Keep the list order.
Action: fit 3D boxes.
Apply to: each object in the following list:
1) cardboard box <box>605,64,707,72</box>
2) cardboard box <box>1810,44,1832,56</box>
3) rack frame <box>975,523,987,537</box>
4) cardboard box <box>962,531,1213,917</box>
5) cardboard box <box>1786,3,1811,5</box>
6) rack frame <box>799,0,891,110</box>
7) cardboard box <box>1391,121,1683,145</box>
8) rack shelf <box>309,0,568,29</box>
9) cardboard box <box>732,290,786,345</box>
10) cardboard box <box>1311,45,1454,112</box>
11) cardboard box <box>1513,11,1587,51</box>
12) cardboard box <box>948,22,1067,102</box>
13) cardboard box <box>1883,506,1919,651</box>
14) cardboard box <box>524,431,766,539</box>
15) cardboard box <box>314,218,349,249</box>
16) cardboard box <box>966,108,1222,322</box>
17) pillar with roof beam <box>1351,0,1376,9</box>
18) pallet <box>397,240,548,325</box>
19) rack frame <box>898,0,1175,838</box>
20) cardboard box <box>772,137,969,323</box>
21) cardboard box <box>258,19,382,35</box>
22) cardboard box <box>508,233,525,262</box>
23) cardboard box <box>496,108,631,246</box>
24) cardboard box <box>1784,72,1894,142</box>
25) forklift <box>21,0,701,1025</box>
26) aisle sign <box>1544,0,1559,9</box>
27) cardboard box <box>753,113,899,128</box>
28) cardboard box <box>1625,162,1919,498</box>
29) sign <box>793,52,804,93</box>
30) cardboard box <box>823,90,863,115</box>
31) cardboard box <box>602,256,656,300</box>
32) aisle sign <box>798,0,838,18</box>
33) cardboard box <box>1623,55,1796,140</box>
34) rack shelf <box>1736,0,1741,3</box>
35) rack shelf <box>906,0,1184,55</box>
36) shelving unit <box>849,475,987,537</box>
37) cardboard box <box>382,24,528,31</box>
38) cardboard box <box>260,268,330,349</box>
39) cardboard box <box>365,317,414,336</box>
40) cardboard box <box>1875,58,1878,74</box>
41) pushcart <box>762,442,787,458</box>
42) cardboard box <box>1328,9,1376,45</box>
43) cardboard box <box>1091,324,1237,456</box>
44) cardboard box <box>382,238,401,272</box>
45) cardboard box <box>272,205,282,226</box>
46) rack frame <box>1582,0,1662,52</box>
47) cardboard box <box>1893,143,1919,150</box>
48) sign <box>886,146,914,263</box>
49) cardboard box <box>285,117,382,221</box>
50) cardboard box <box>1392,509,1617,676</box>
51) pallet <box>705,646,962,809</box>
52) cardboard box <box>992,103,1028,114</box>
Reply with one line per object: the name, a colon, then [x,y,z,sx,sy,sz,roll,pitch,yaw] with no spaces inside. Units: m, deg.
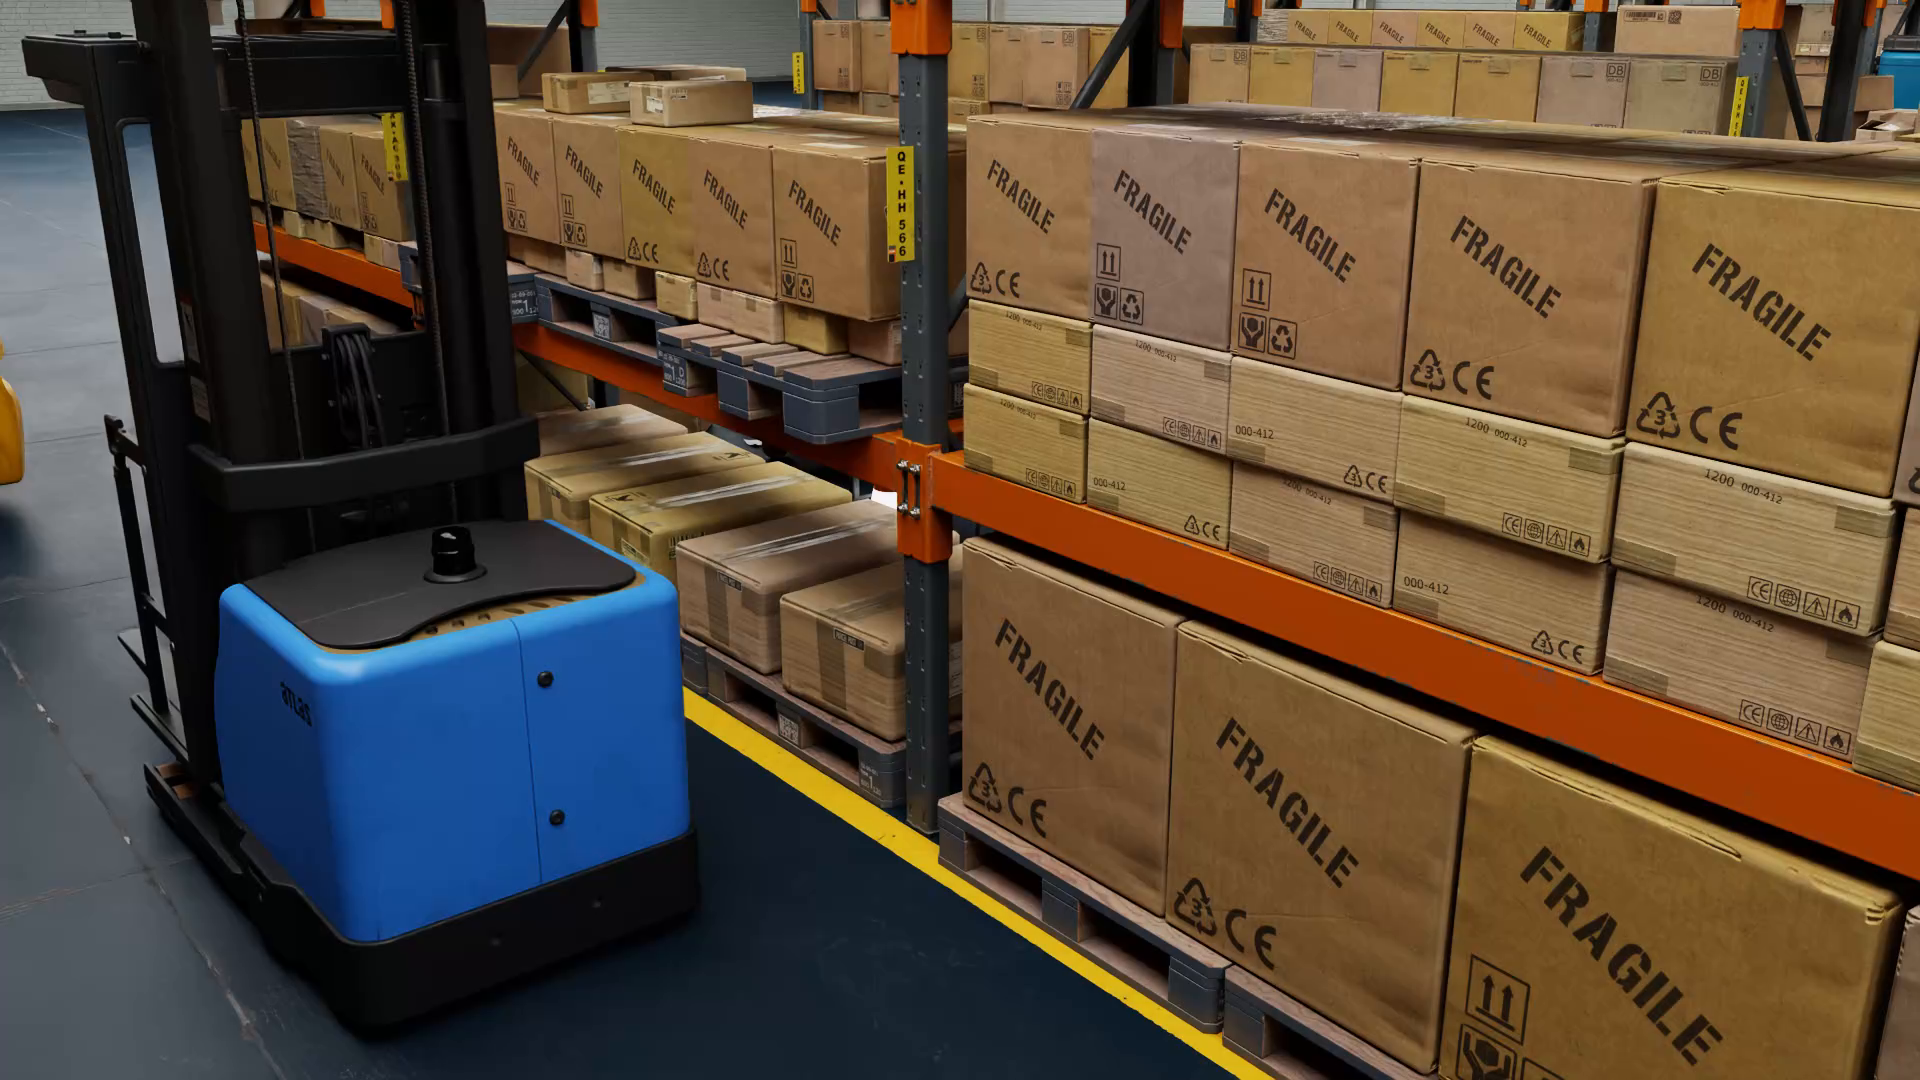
cardboard box: [-1.330,-2.008,7.322,0.380,0.149,0.250,-15,23,-38]
cardboard box: [11.370,-6.429,21.815,0.380,0.149,0.250,-14,23,-37]
rack frame: [0.280,-0.610,7.818,0.500,1.500,0.032,-14,24,-37]
cardboard box: [0.615,0.432,4.997,0.875,0.875,0.875,-14,23,-37]
cardboard box: [11.133,-6.934,22.308,0.700,0.500,0.500,-14,23,-36]
rack frame: [-0.898,-3.526,14.238,1.000,3.000,0.127,-14,23,-36]
cardboard box: [1.406,-0.761,4.138,0.500,0.500,0.500,-14,23,-36]
rack shelf: [-3.474,-3.124,9.398,1.077,0.370,4.000,-14,23,-36]
cardboard box: [-0.551,-0.784,5.688,0.380,0.149,0.250,-14,23,-37]
cardboard box: [2.533,-2.690,9.965,0.700,0.500,0.500,-14,23,-36]
cardboard box: [5.041,-4.204,14.063,0.500,0.500,0.500,-14,23,-36]
cardboard box: [0.388,-3.623,12.576,0.875,0.550,0.500,-14,23,-36]
cardboard box: [1.954,0.073,2.813,0.500,0.250,0.500,-13,23,-35]
cardboard box: [-1.456,-0.196,7.694,0.950,0.372,0.625,-12,22,-33]
cardboard box: [-3.304,-1.699,9.122,0.380,0.149,0.250,-14,23,-37]
cardboard box: [0.366,-0.916,4.608,0.500,0.500,0.500,-15,23,-38]
pillar with roof beam: [4.989,-12.330,31.283,9.100,9.000,0.400,-14,23,-36]
pallet: [-1.872,-1.241,7.644,1.003,0.211,1.213,-14,23,-36]
rack frame: [0.251,-0.563,5.292,1.000,3.000,0.127,-14,23,-36]
cardboard box: [-0.249,-1.009,5.338,0.500,0.500,0.500,-15,23,-38]
cardboard box: [-3.919,-2.988,10.393,0.700,0.500,0.500,-14,23,-36]
cardboard box: [-1.753,-1.313,7.288,0.380,0.149,0.250,-12,22,-33]
cardboard box: [-1.558,-1.518,6.874,0.500,0.500,0.500,-14,23,-36]
cardboard box: [6.685,-3.322,12.792,0.797,0.503,0.637,-11,21,-31]
forklift: [-2.096,-0.519,5.267,1.130,2.935,3.031,-15,23,-37]
aisle sign: [7.123,-6.745,19.826,0.394,0.787,0.004,-14,23,-36]
cardboard box: [-0.511,-1.364,6.410,0.500,0.500,0.500,-14,23,-35]
cardboard box: [1.634,-0.416,3.096,0.500,0.500,0.500,-13,22,-34]
sign: [-1.337,-3.867,13.767,0.100,0.325,0.005,-14,23,-36]
cardboard box: [-0.632,-3.514,13.965,0.875,0.550,0.550,-14,23,-36]
cardboard box: [-1.161,-1.045,6.477,0.380,0.149,0.250,-15,23,-38]
aisle sign: [-1.177,-4.719,13.705,0.394,0.787,0.004,-14,23,-36]
cardboard box: [3.798,-2.189,8.452,0.700,0.500,0.500,-14,23,-36]
rack shelf: [12.062,-6.991,21.076,1.077,0.370,4.000,-14,23,-36]
rack shelf: [1.493,-1.153,3.445,1.077,0.370,4.000,-14,23,-36]
shelving unit: [-0.042,-0.740,8.188,0.538,1.500,1.048,-14,24,-37]
cardboard box: [-2.635,-2.493,8.897,0.700,0.500,0.500,-14,23,-36]
cardboard box: [-4.088,-1.398,10.326,0.500,0.500,0.500,-15,24,-38]
cardboard box: [-2.810,-0.892,8.799,0.500,0.500,0.500,-14,23,-37]
cardboard box: [12.064,-5.950,21.401,0.700,0.500,0.500,-13,22,-35]
pushcart: [-0.476,-0.761,10.062,0.936,0.377,1.648,11,21,30]
cardboard box: [3.797,-4.696,15.549,0.500,0.500,0.500,-14,23,-36]
cardboard box: [0.692,-0.429,4.329,0.500,0.250,0.500,-13,23,-35]
cardboard box: [-2.671,-1.449,8.367,0.380,0.149,0.250,-14,23,-37]
cardboard box: [-3.878,-1.968,9.935,0.380,0.149,0.250,-13,22,-34]
rack frame: [5.536,-3.483,14.110,1.000,3.000,0.127,-14,23,-36]
cardboard box: [4.373,-1.699,7.508,0.380,0.149,0.250,-15,23,-38]
sign: [-0.168,-0.967,4.795,0.100,0.325,0.005,-14,23,-36]
cardboard box: [-3.354,-2.051,9.153,0.500,0.500,0.500,-13,22,-35]
cardboard box: [1.321,0.052,3.672,0.500,0.250,0.500,-14,23,-36]
pallet: [-0.233,0.568,6.313,1.003,0.211,1.213,-14,23,-36]
cardboard box: [0.745,-2.987,12.372,0.875,0.550,0.550,-14,23,-36]
